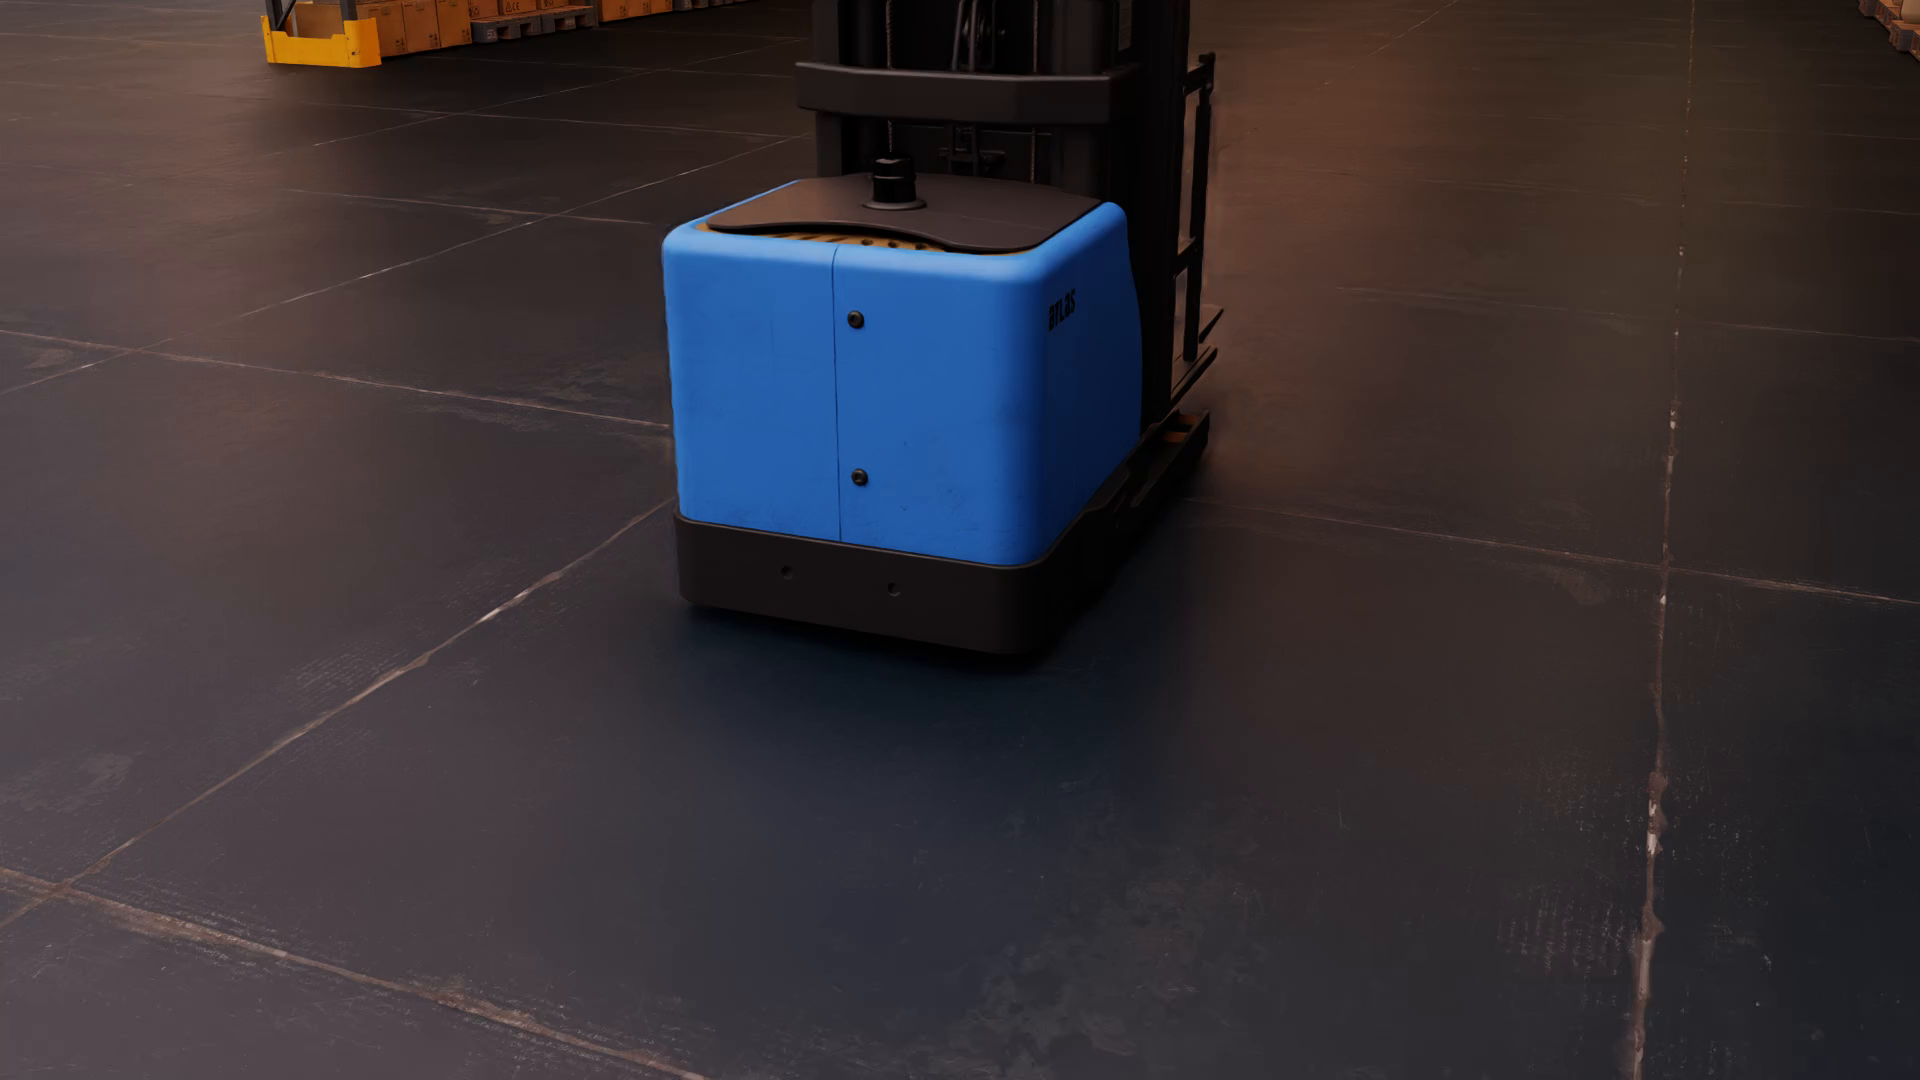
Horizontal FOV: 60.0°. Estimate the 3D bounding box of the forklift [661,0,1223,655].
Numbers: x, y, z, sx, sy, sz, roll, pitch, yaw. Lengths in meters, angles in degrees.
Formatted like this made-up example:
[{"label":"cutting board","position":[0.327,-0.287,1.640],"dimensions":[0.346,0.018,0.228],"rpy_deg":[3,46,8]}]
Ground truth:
[{"label":"forklift","position":[0.222,-1.600,5.121],"dimensions":[1.130,2.935,3.031],"rpy_deg":[8,24,19]}]
